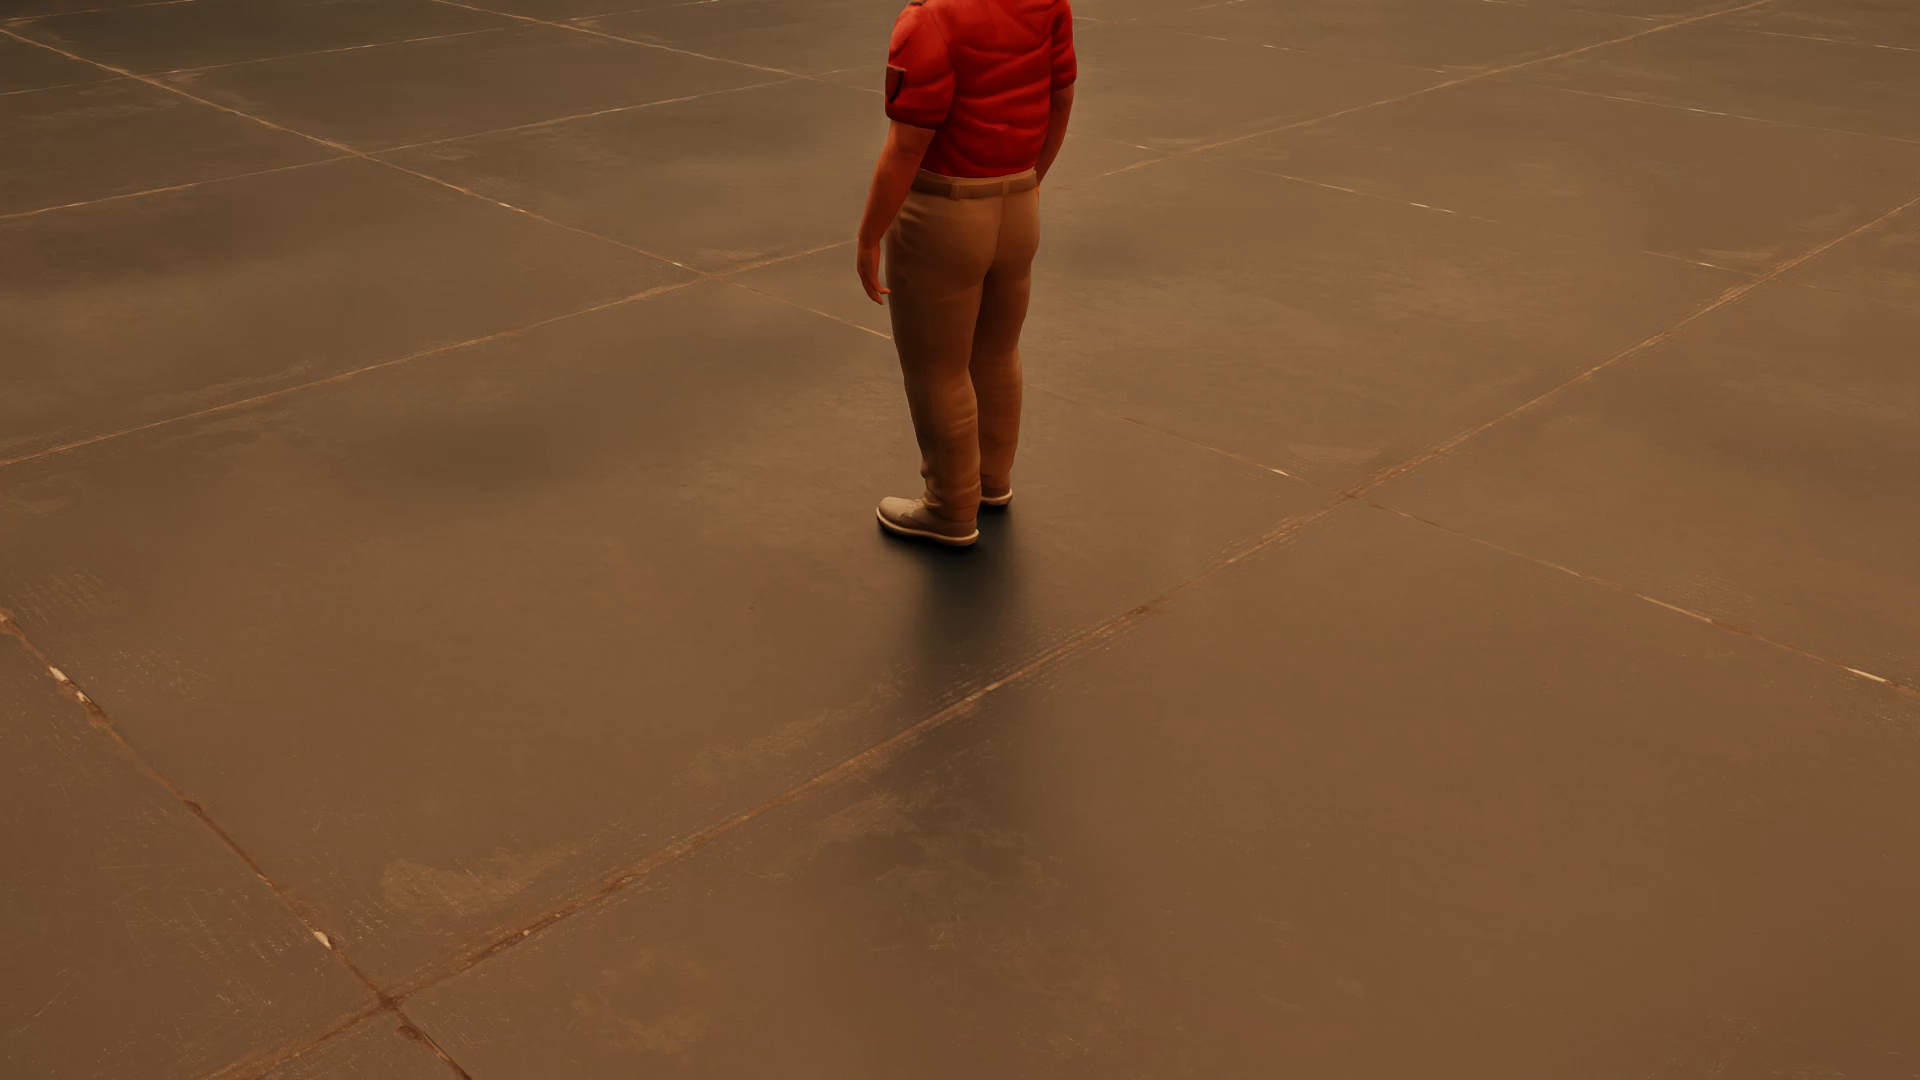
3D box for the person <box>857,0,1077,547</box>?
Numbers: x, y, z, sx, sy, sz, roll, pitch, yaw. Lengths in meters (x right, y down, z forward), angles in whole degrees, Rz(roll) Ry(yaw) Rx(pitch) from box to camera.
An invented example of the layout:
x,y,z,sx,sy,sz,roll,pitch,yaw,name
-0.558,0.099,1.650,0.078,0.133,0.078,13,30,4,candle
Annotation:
x,y,z,sx,sy,sz,roll,pitch,yaw,name
-0.054,-0.814,4.224,0.640,1.727,0.551,-24,35,-39,person
